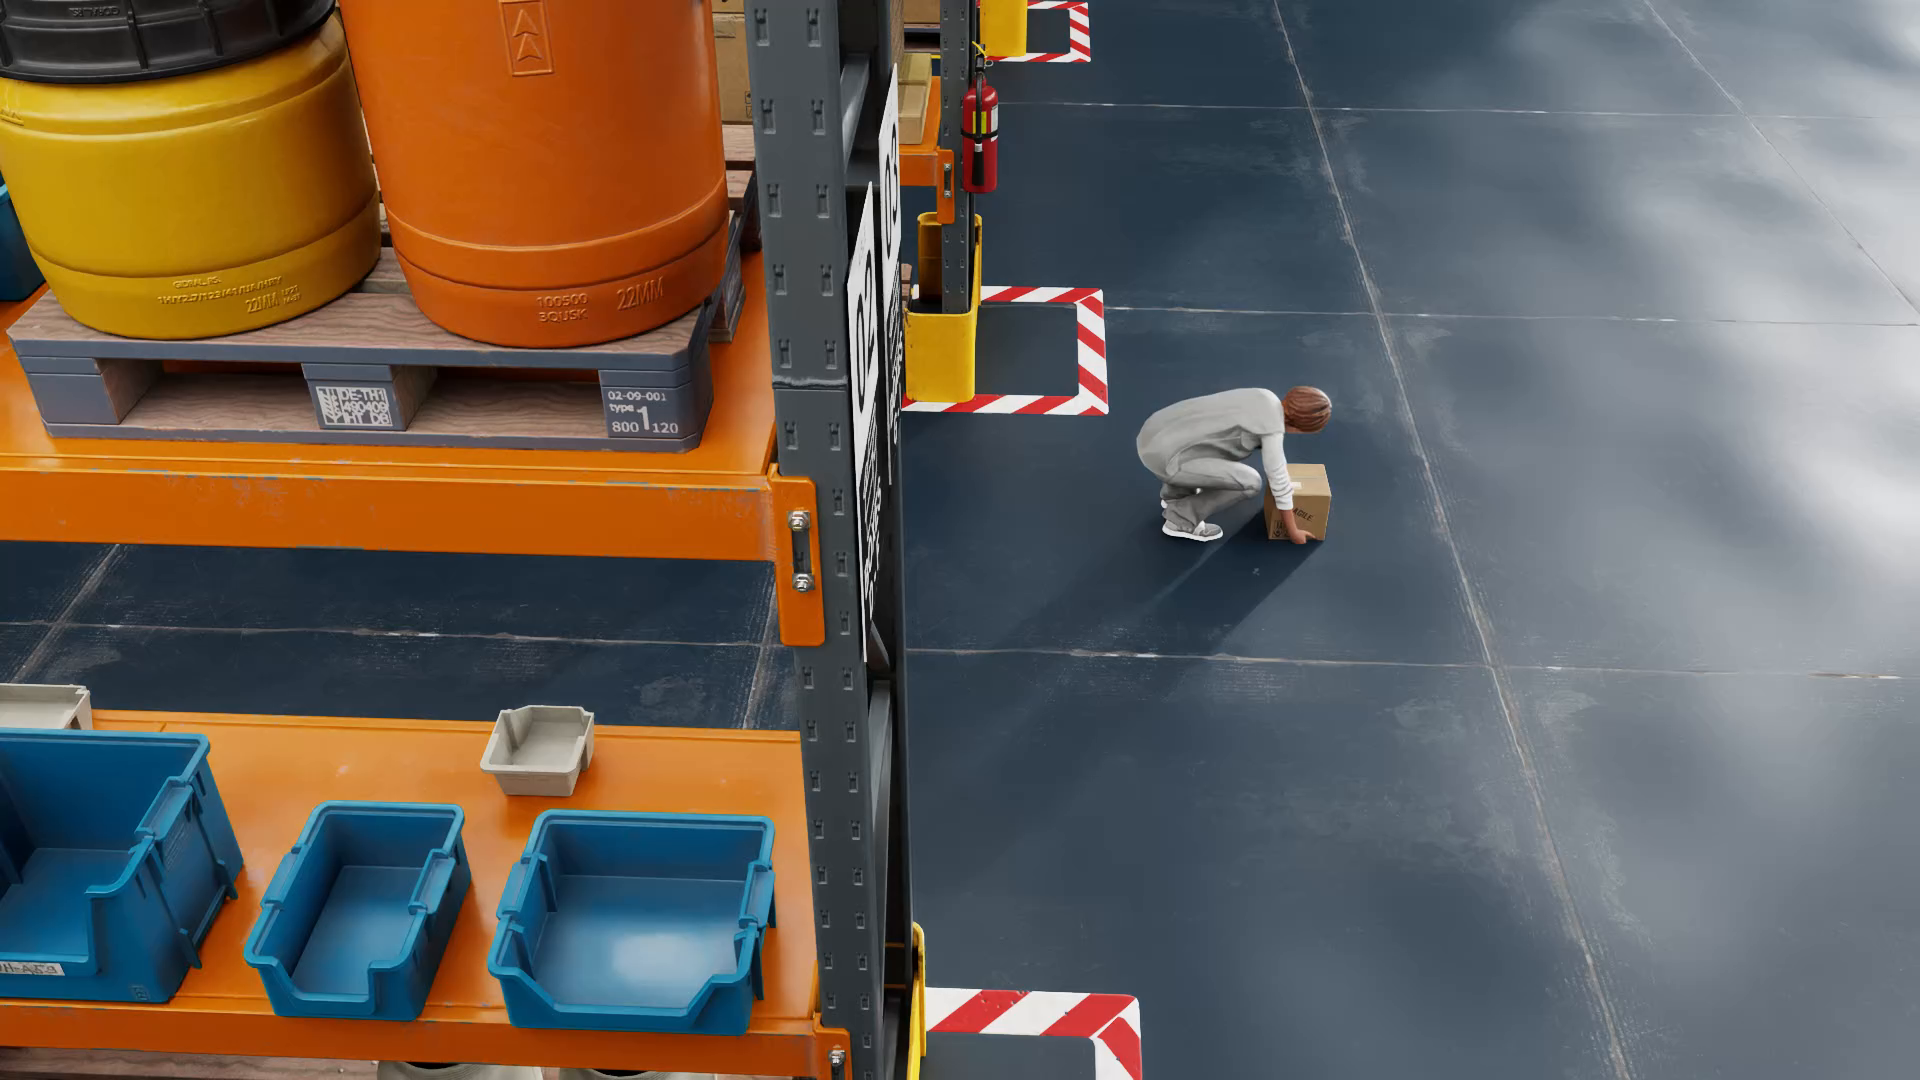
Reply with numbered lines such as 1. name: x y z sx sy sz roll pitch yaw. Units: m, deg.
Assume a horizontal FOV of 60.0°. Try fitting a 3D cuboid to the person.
1. person: 1.205 -0.346 7.436 0.847 0.742 0.428 1 36 1
